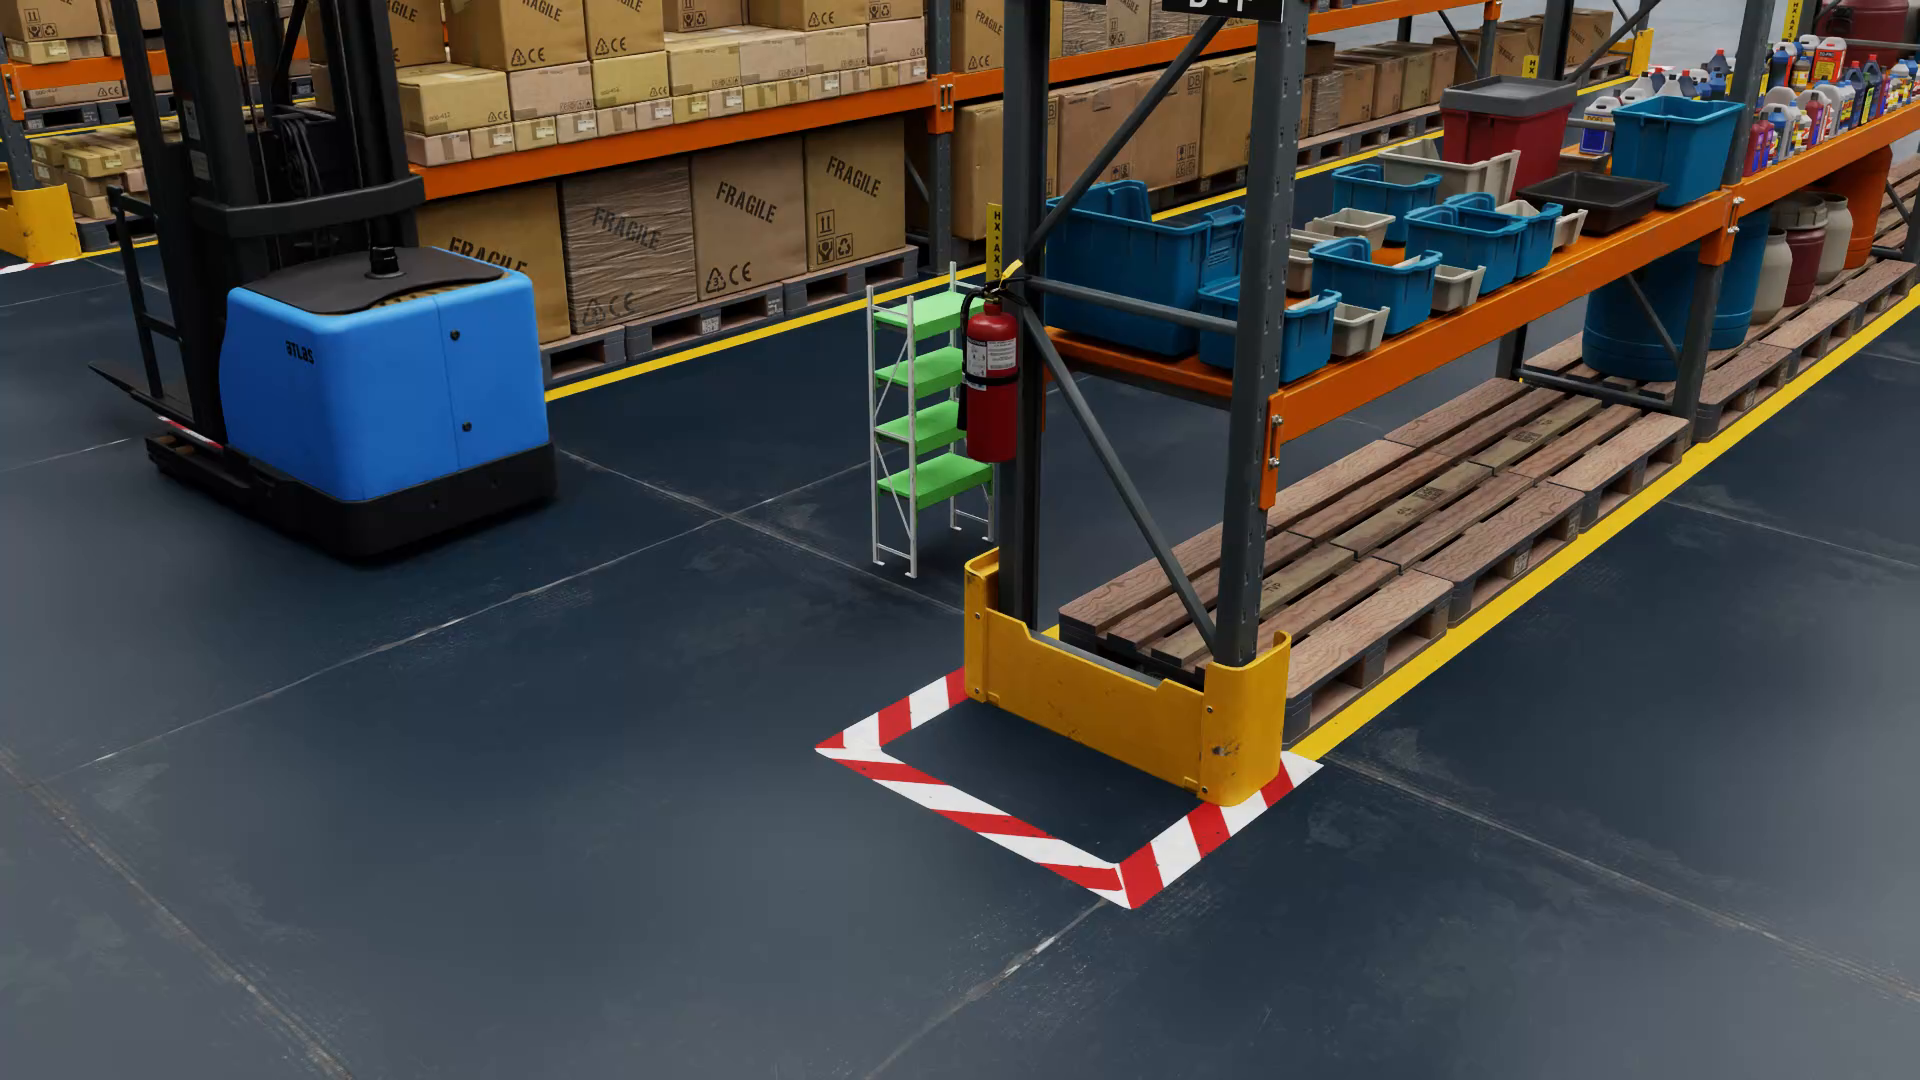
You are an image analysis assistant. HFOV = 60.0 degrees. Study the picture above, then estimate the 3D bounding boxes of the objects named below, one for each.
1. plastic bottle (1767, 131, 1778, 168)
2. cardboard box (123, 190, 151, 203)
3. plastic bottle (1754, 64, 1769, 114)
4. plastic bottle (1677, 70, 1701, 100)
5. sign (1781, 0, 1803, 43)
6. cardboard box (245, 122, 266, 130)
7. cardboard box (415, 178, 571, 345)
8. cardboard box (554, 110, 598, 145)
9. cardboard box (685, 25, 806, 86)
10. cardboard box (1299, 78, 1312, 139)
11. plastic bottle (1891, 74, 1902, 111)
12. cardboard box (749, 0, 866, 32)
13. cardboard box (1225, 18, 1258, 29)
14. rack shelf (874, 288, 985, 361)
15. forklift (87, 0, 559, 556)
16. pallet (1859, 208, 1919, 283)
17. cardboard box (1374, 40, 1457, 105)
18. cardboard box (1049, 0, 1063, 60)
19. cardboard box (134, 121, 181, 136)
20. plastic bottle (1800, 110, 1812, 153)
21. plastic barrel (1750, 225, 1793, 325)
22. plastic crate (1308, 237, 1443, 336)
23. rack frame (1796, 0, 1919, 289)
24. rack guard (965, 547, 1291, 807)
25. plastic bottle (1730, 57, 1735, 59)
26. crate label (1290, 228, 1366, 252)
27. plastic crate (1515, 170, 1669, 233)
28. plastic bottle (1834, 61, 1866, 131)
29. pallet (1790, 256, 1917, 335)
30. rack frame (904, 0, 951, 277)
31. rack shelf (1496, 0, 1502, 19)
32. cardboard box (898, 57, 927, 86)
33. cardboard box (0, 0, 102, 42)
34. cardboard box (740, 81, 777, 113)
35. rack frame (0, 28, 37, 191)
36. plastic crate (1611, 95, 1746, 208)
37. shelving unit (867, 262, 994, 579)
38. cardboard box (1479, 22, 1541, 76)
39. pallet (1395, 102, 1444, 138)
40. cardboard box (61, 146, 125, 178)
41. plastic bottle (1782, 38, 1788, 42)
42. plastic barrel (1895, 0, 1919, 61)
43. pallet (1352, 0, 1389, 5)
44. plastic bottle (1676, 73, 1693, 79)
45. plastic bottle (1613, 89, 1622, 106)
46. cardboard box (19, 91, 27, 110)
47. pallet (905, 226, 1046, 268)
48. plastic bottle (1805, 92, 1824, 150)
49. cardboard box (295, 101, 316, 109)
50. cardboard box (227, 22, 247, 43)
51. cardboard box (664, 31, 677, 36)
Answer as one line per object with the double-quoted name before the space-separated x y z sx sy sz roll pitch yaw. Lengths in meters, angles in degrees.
"plastic bottle" 3.930 -1.927 8.125 0.097 0.201 0.097 0 24 0
"cardboard box" -6.067 -2.526 12.188 0.380 0.149 0.250 20 31 37
"plastic bottle" 4.524 -2.624 9.496 0.144 0.351 0.185 20 31 38
"plastic bottle" 3.816 -2.306 8.786 0.144 0.351 0.185 20 31 38
"sign" 5.471 -3.383 10.929 0.100 0.325 0.005 20 31 38
"cardboard box" -5.302 -3.096 12.733 0.380 0.149 0.250 21 31 38
"cardboard box" -2.775 -1.514 9.045 0.875 0.875 0.875 20 31 38
"cardboard box" -2.146 -2.215 8.832 0.380 0.149 0.250 20 31 37
"cardboard box" -1.256 -2.841 9.741 0.500 0.250 0.500 21 32 39
"cardboard box" 2.629 -3.783 14.538 0.700 0.500 0.500 18 30 35
"plastic bottle" 5.363 -2.581 9.584 0.097 0.201 0.097 0 24 0
"cardboard box" -0.918 -3.339 9.934 0.500 0.500 0.500 21 31 38
"cardboard box" 2.052 -4.341 13.142 0.500 0.500 0.500 21 32 39
"rack shelf" -0.110 -0.877 6.722 0.258 0.148 0.480 20 31 38
"forklift" -3.269 -1.761 7.596 3.031 2.935 1.130 20 31 38
"pallet" 6.431 -2.114 11.706 1.003 0.211 1.213 20 31 38
"cardboard box" 4.441 -4.611 16.384 0.700 0.500 0.500 17 29 34
"cardboard box" 0.355 -3.565 11.413 0.500 0.500 0.500 20 31 38
"cardboard box" -6.095 -3.089 12.718 0.380 0.149 0.250 19 30 36
"plastic bottle" 4.280 -2.087 8.481 0.097 0.201 0.097 0 24 0
"plastic barrel" 4.507 -1.523 9.507 0.421 0.512 0.421 0 24 0
"plastic crate" 1.395 -0.860 5.633 0.416 0.233 0.300 20 31 38
"rack frame" 5.885 -3.160 10.633 1.000 3.000 0.127 20 31 38
"rack guard" 0.540 0.428 5.684 1.175 0.500 0.348 20 31 38
"plastic bottle" 4.487 -2.678 9.715 0.097 0.271 0.097 0 24 0
"crate label" 1.327 -1.104 6.295 0.396 0.136 0.243 20 31 38
"plastic crate" 2.669 -1.429 7.034 0.437 0.125 0.590 20 31 38
"plastic bottle" 4.820 -2.416 9.032 0.144 0.351 0.185 20 31 38
"pallet" 5.390 -1.637 10.642 1.003 0.211 1.213 20 31 38
"rack frame" -0.473 -3.294 10.931 1.000 3.000 0.127 20 31 38
"rack shelf" 6.201 -6.013 17.873 1.077 0.370 4.000 20 31 38
"cardboard box" -0.432 -2.997 10.576 0.380 0.149 0.250 20 31 38
"cardboard box" -6.263 -3.703 11.357 0.500 0.500 0.500 22 32 40
"cardboard box" -1.290 -2.606 9.702 0.380 0.149 0.250 20 31 37
"rack frame" -6.769 -3.461 11.302 1.000 3.000 0.127 20 31 38
"plastic crate" 3.158 -1.727 7.380 0.392 0.384 0.575 20 31 38
"shelving unit" -0.110 -0.497 6.892 0.258 1.200 0.503 20 31 38
"cardboard box" 5.896 -5.281 17.903 0.500 0.500 0.500 17 29 33
"pallet" 4.348 -4.222 16.407 1.003 0.211 1.213 20 31 38
"cardboard box" -6.166 -2.690 11.827 0.380 0.149 0.250 18 30 35
"plastic bottle" 5.102 -2.976 10.364 0.061 0.283 0.133 20 31 38
"plastic barrel" 6.413 -3.583 11.439 0.421 0.512 0.421 0 24 0
"pallet" 3.487 -5.040 15.058 1.003 0.211 1.213 20 31 38
"plastic bottle" 3.908 -2.399 9.087 0.152 0.276 0.135 20 31 38
"plastic bottle" 3.358 -2.180 8.588 0.061 0.283 0.133 20 31 38
"cardboard box" -9.552 -4.313 15.822 0.875 0.438 0.875 21 32 39
"pallet" -0.014 -2.277 12.071 1.003 0.211 1.213 20 31 38
"plastic bottle" 4.371 -2.154 8.531 0.061 0.283 0.133 20 31 38
"cardboard box" -5.231 -3.494 13.620 0.380 0.149 0.250 21 32 39
"cardboard box" -5.494 -3.771 12.302 0.380 0.149 0.250 19 31 37
"cardboard box" -1.994 -2.832 9.720 0.500 0.250 0.500 20 31 38
